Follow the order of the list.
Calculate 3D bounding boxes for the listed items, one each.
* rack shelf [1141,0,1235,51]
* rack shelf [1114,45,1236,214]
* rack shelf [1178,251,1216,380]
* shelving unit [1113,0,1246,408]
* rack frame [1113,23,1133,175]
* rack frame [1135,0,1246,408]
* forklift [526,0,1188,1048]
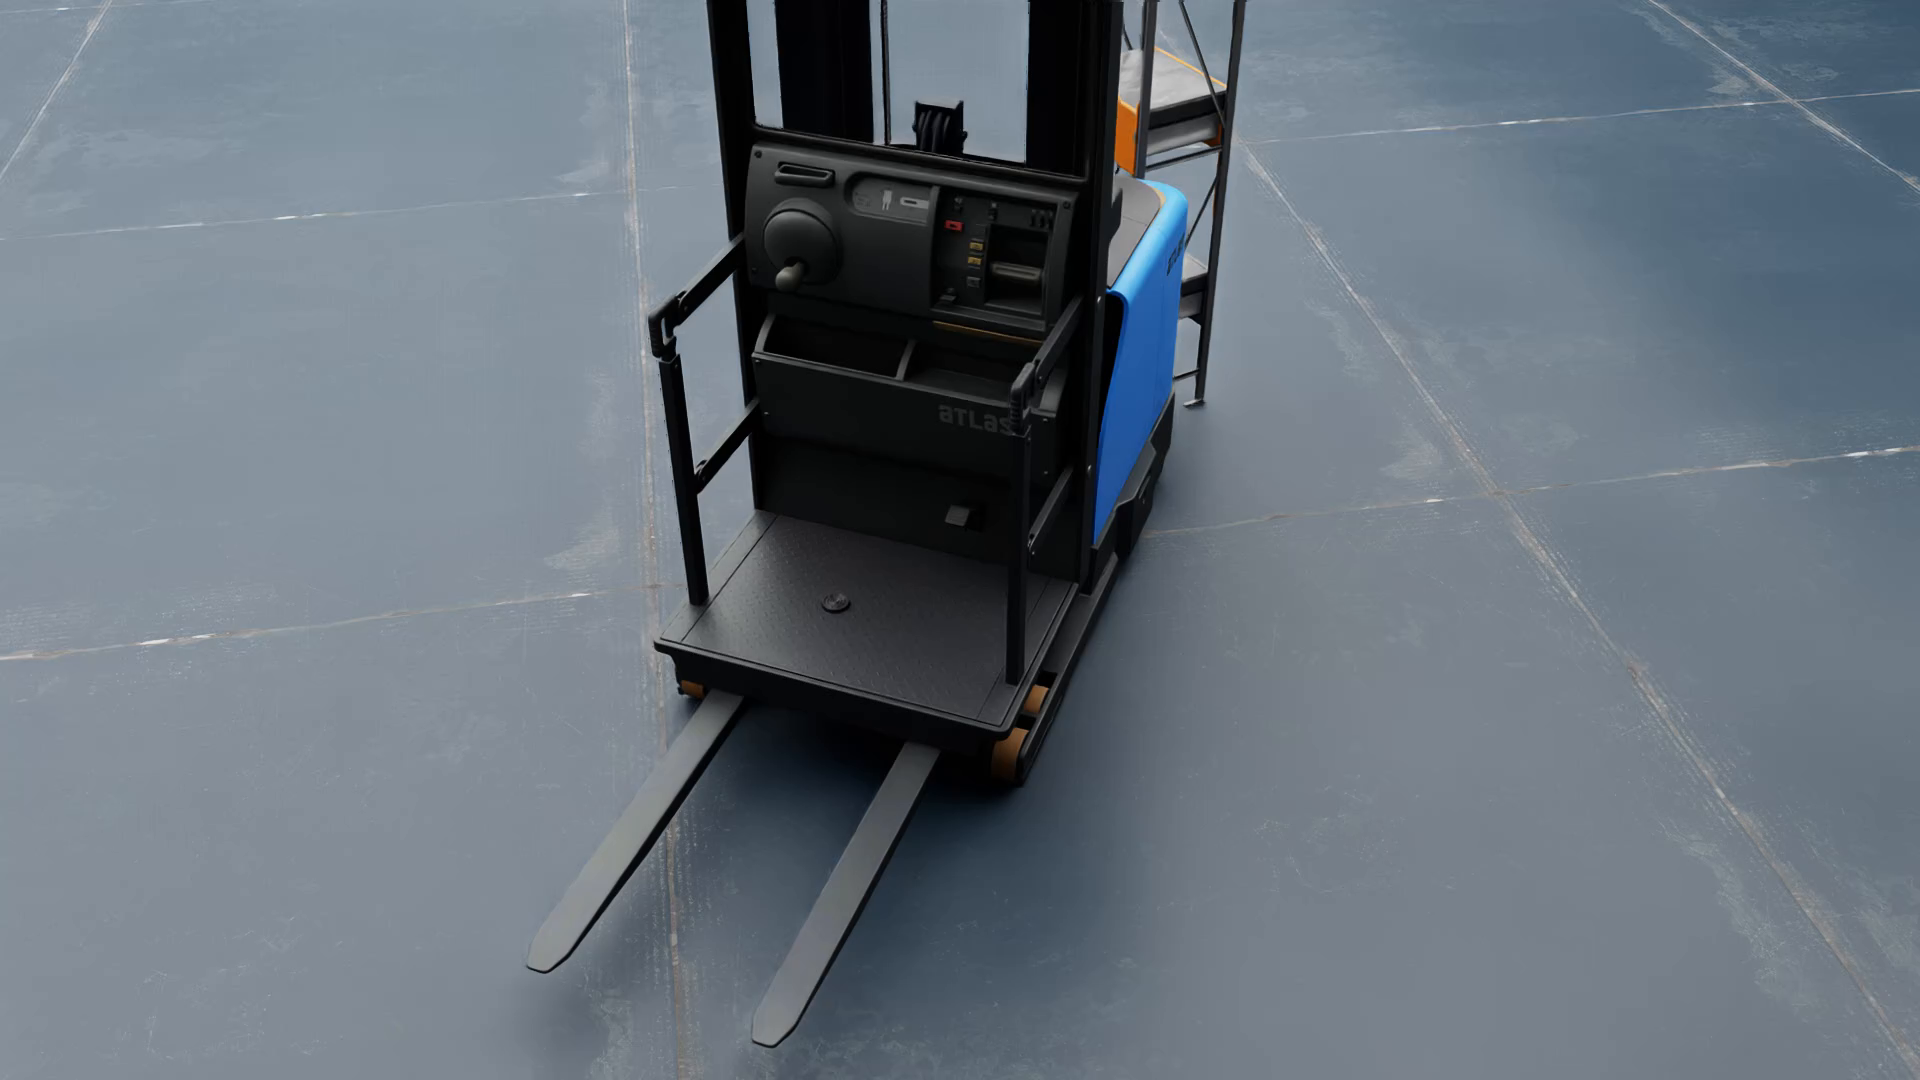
[{"bbox_3d":[0.643,-1.978,5.466,0.431,0.518,0.480,-20,42,-24],"label":"rack shelf"},{"bbox_3d":[0.643,-1.425,5.895,0.431,0.518,0.480,-20,42,-24],"label":"rack shelf"},{"bbox_3d":[0.643,-0.872,6.324,0.431,0.518,0.480,-20,42,-24],"label":"rack shelf"},{"bbox_3d":[0.643,-1.436,5.887,0.431,2.100,0.503,-20,42,-24],"label":"shelving unit"},{"bbox_3d":[0.518,-1.564,6.052,0.400,2.100,0.015,-20,42,-24],"label":"rack frame"},{"bbox_3d":[0.768,-1.307,5.721,0.400,2.100,0.015,-20,42,-24],"label":"rack frame"},{"bbox_3d":[-0.219,-0.742,4.316,1.130,2.935,3.031,13,40,16],"label":"forklift"}]
